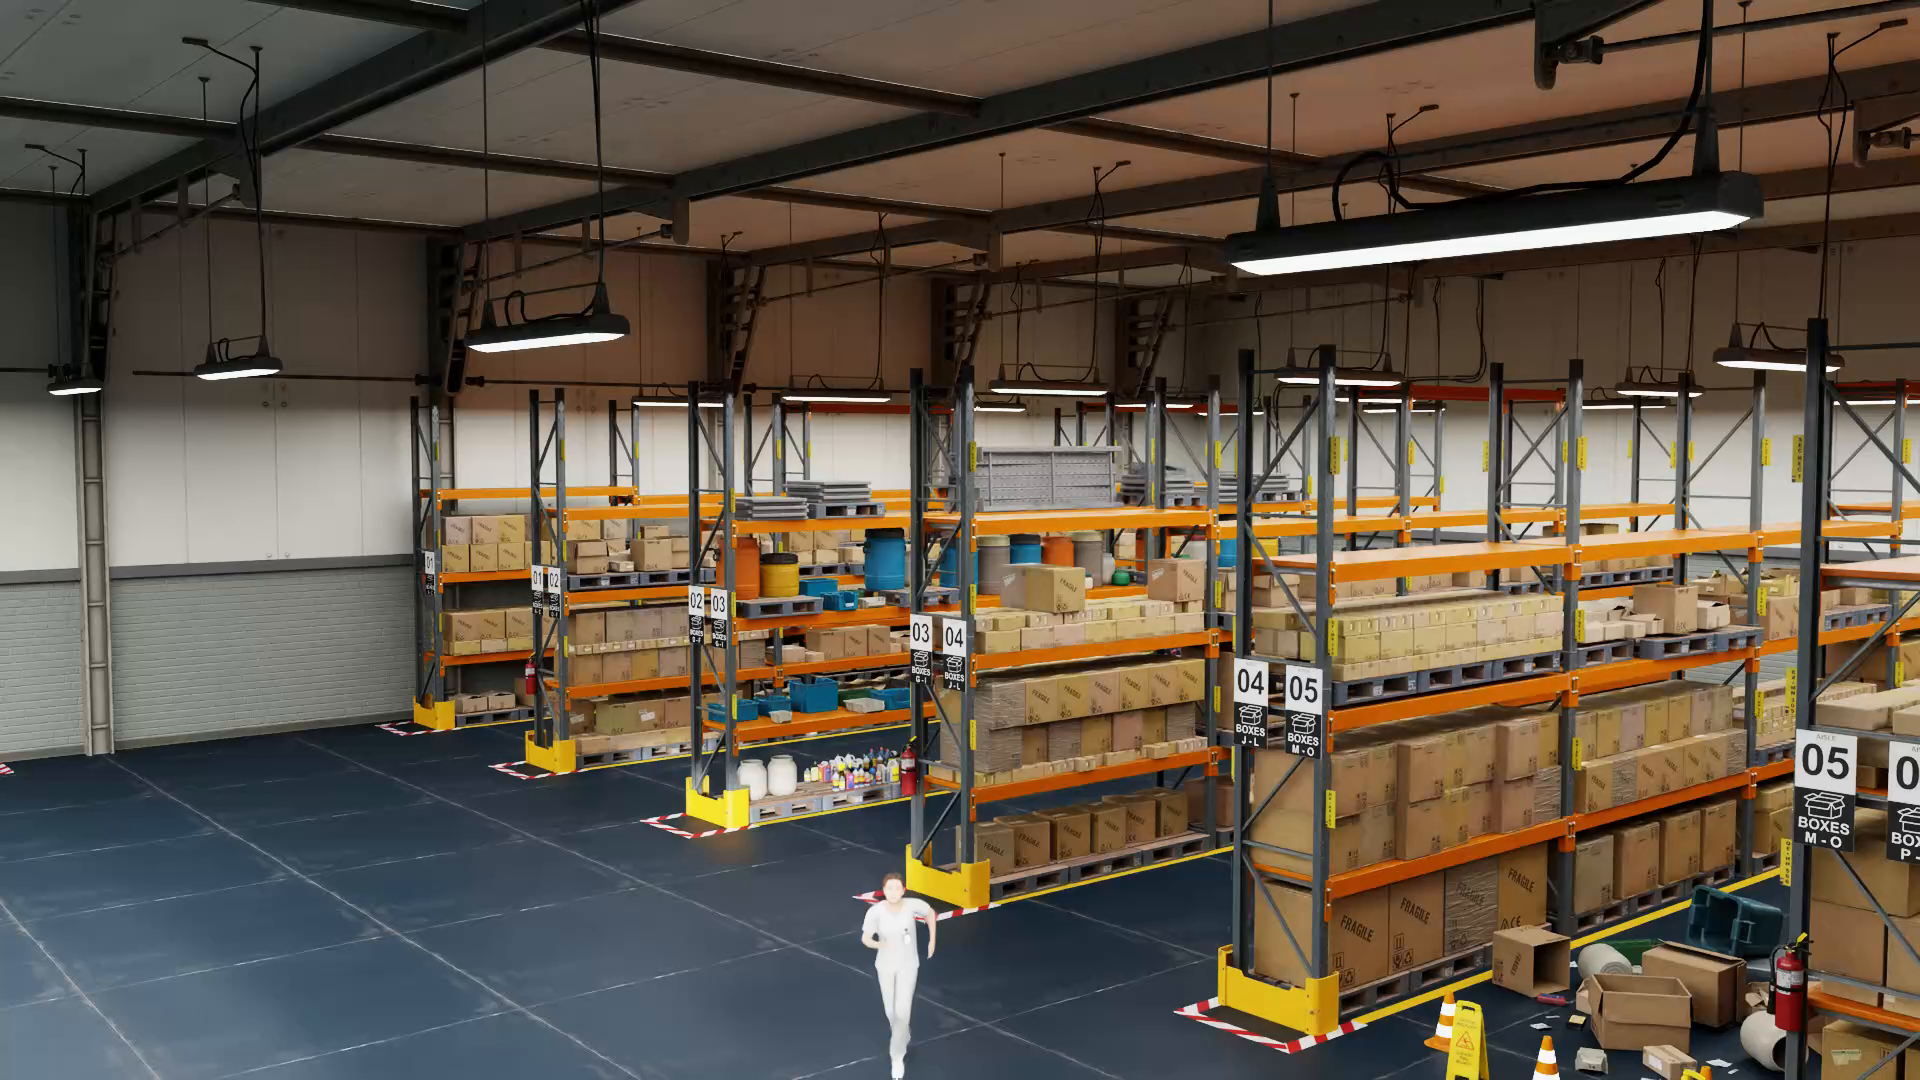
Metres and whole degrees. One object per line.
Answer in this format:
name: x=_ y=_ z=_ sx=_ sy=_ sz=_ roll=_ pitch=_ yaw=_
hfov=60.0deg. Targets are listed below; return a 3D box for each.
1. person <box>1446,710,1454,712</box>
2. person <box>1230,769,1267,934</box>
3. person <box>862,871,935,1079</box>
person: x=6.689 y=3.016 z=22.446 sx=0.757 sy=1.696 sz=0.625 roll=-3 pitch=4 yaw=-38
person: x=3.149 y=3.287 z=17.678 sx=0.562 sy=1.729 sz=0.762 roll=2 pitch=4 yaw=34
person: x=-0.503 y=3.526 z=13.654 sx=0.587 sy=1.681 sz=0.818 roll=0 pitch=3 yaw=3
